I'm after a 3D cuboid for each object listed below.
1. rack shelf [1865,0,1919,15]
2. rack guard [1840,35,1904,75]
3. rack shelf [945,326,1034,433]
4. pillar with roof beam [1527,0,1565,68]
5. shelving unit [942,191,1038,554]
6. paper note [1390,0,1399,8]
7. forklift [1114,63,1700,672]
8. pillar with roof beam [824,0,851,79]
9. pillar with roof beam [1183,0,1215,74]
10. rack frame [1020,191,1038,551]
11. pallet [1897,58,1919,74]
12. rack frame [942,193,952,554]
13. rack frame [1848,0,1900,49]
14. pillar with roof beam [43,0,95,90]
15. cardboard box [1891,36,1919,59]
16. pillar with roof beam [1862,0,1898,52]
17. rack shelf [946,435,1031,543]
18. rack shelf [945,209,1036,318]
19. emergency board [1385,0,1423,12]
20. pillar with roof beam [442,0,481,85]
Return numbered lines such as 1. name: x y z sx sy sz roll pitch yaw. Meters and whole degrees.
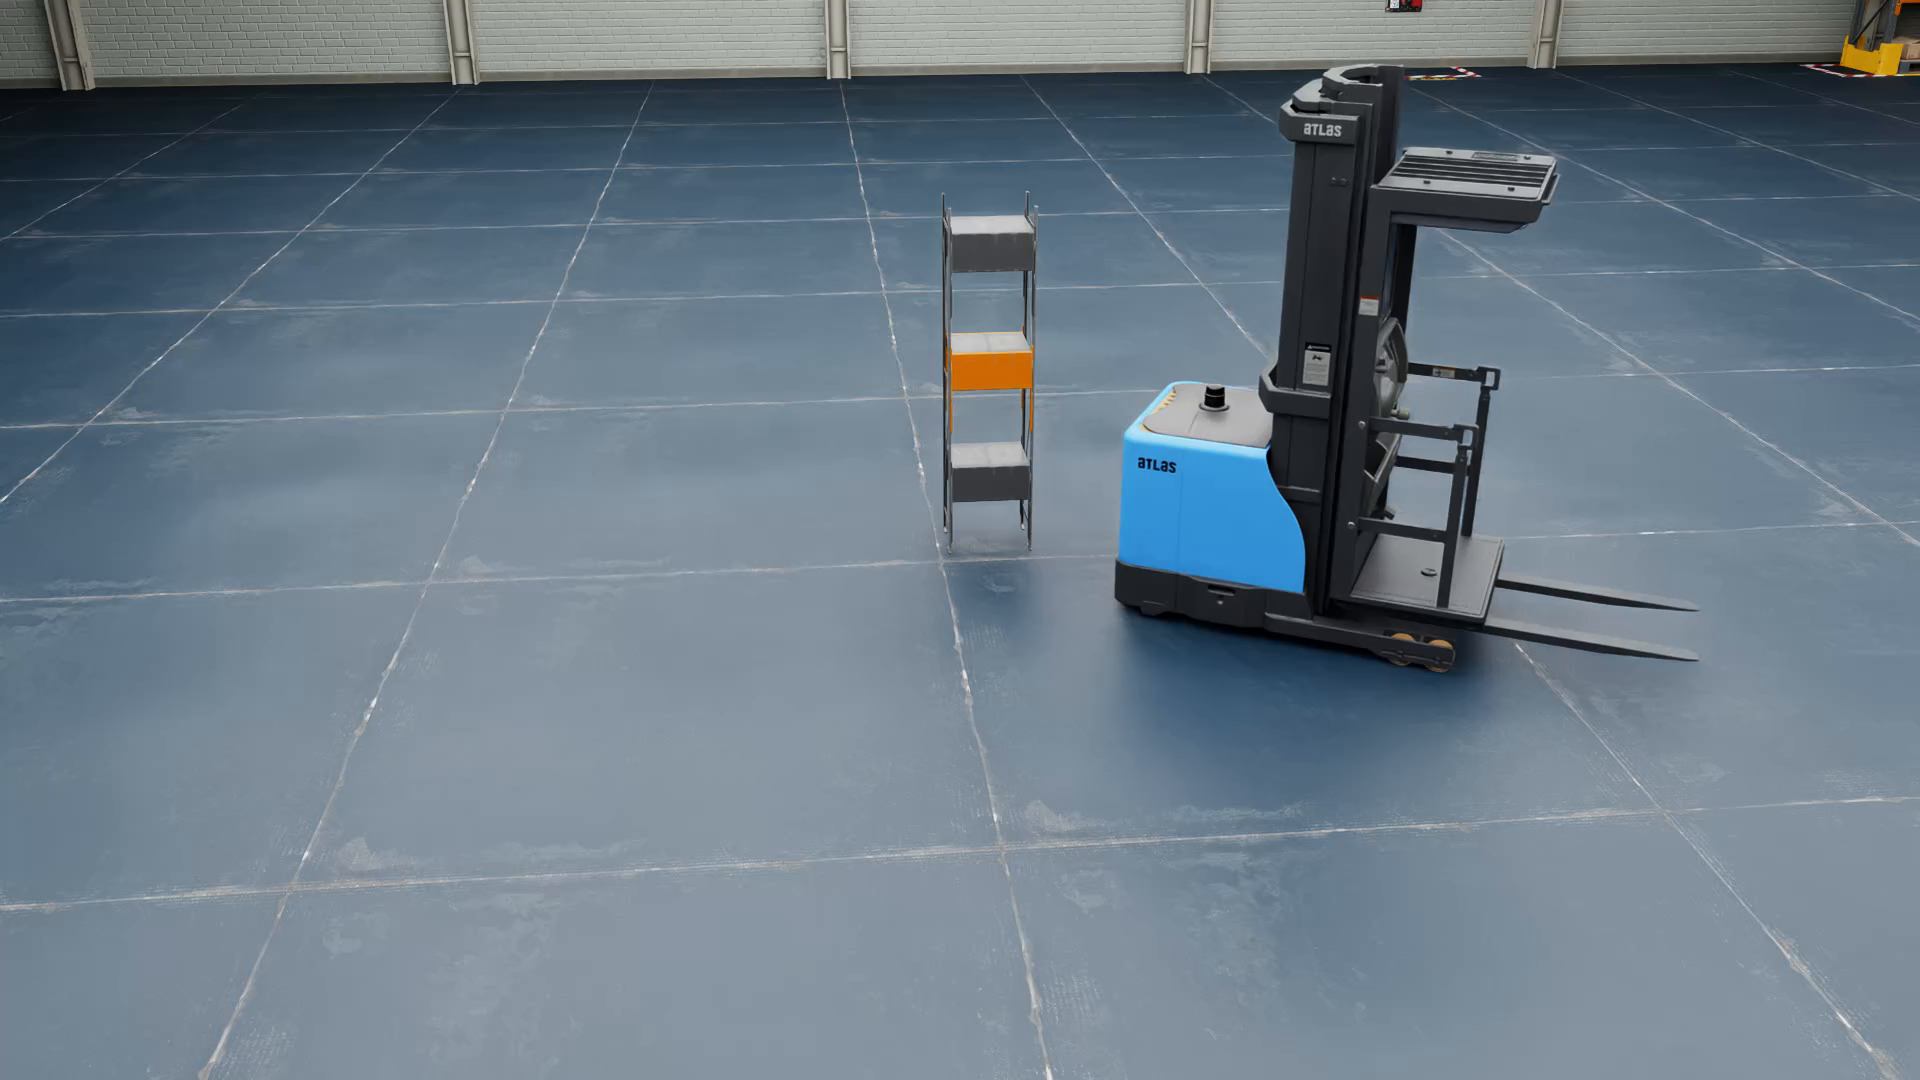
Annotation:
1. rack shelf: 17.294 -9.085 27.883 4.000 0.370 1.077 -2 24 -5
2. rack guard: 15.379 -8.195 28.072 0.348 0.500 1.175 -2 24 -5
3. rack shelf: 0.165 -0.954 9.844 0.480 0.518 0.431 -2 24 -5
4. pillar with roof beam: 10.368 -10.474 22.735 0.400 9.000 9.100 -2 24 -5
5. shelving unit: 0.165 -0.966 9.838 0.503 2.100 0.431 -2 24 -5
6. paper note: 7.298 -9.007 27.907 0.142 0.148 0.016 -2 24 -5
7. forklift: 2.436 -0.893 8.650 3.031 2.935 1.130 10 26 20
8. pillar with roof beam: -1.574 -9.995 21.657 0.400 9.000 9.100 -2 24 -5
9. pillar with roof beam: 4.397 -10.234 22.196 0.400 9.000 9.100 -2 24 -5
10. rack frame: 0.408 -0.976 9.860 0.015 2.100 0.400 -2 24 -5
11. pallet: 16.191 -8.081 28.171 1.213 0.211 1.003 -2 24 -5
12. rack frame: -0.078 -0.956 9.816 0.015 2.100 0.400 -2 24 -5
13. rack frame: 15.304 -9.334 27.557 0.127 3.000 1.000 -2 24 -5
14. pillar with roof beam: -13.516 -9.516 20.579 0.400 9.000 9.100 -2 24 -5
15. cardboard box: 16.001 -8.298 27.995 0.500 0.311 0.500 -5 24 -11
16. pillar with roof beam: 16.338 -10.713 23.274 0.400 9.000 9.100 -2 24 -5
17. rack shelf: 0.165 -0.314 10.128 0.480 0.518 0.431 -2 24 -5
18. rack shelf: 0.165 -1.593 9.560 0.480 0.518 0.431 -2 24 -5
19. emergency board: 7.481 -9.389 27.681 0.643 1.169 0.194 -2 24 -5
20. pillar with roof beam: -7.545 -9.755 21.118 0.400 9.000 9.100 -2 24 -5
